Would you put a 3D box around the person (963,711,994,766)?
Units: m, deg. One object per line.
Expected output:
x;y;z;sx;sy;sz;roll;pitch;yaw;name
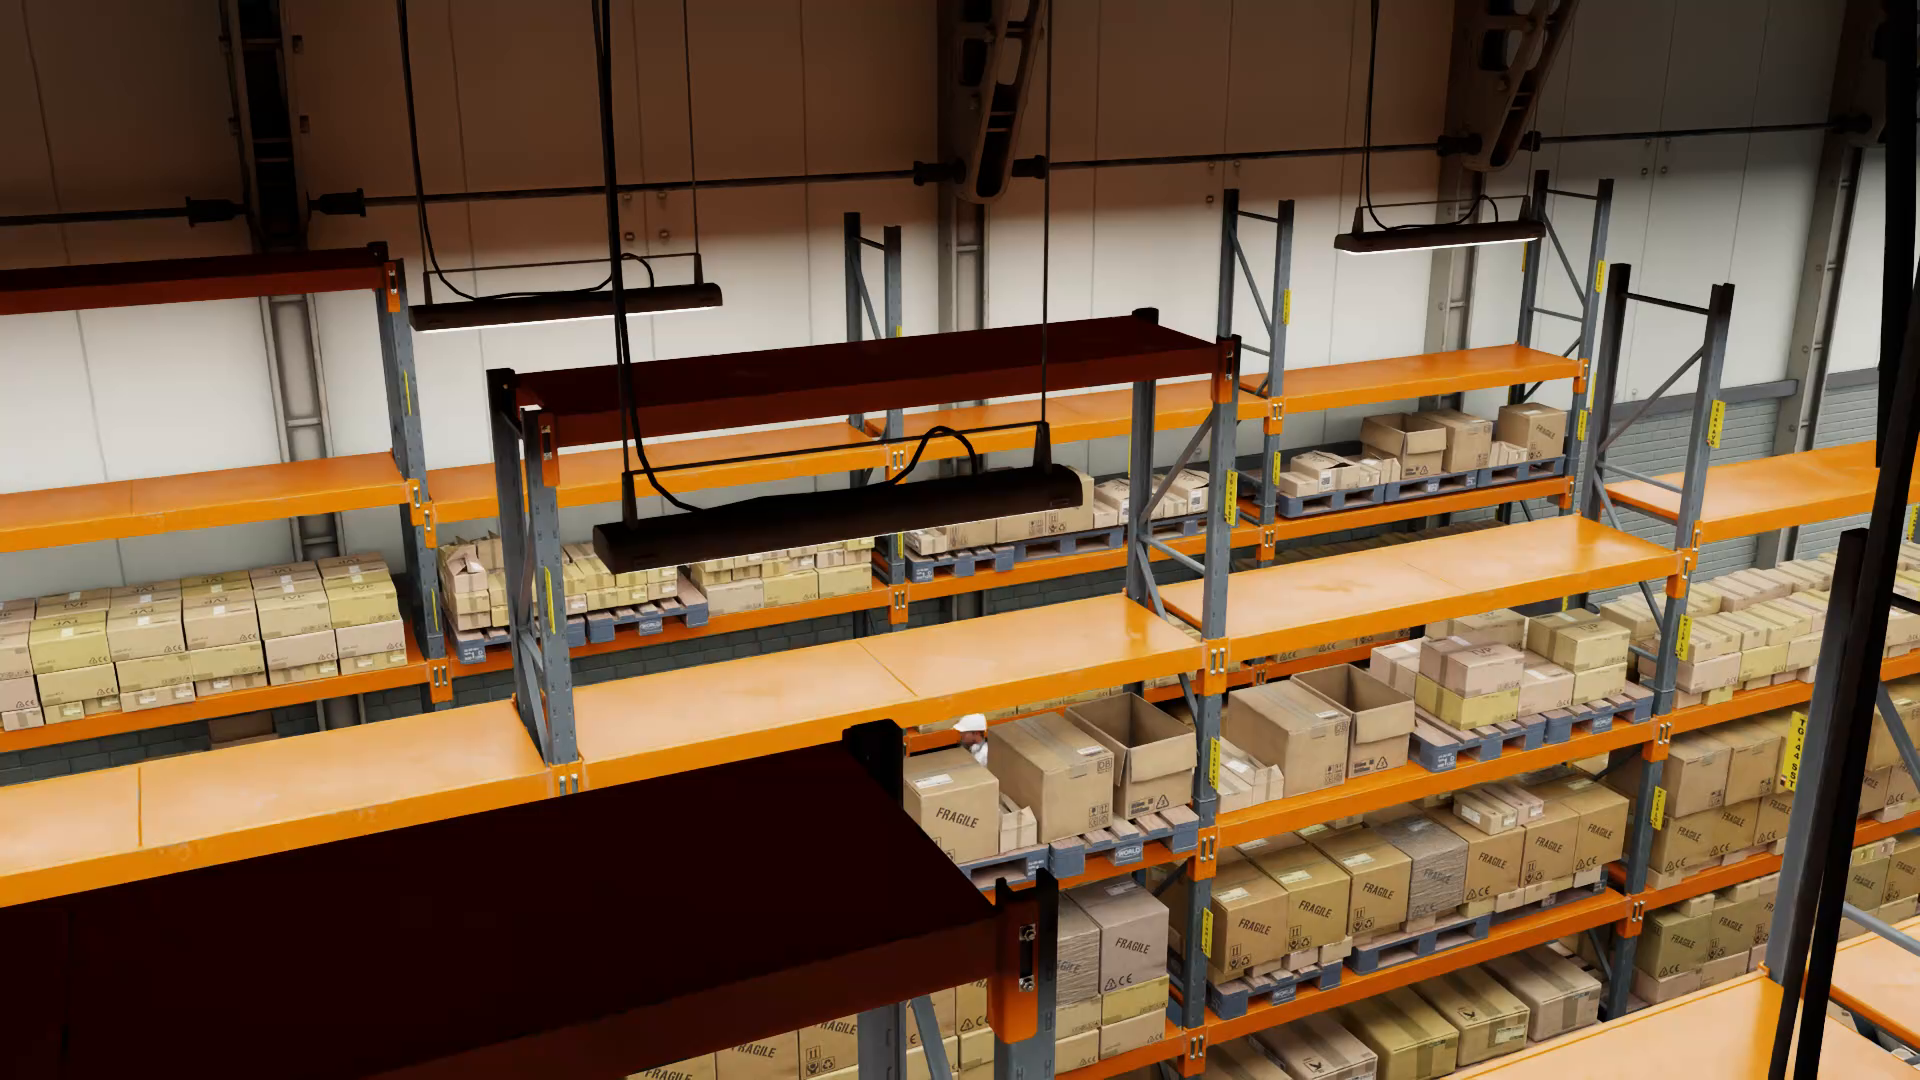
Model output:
0.134;2.246;14.545;0.437;1.782;0.667;0;19;-1;person
